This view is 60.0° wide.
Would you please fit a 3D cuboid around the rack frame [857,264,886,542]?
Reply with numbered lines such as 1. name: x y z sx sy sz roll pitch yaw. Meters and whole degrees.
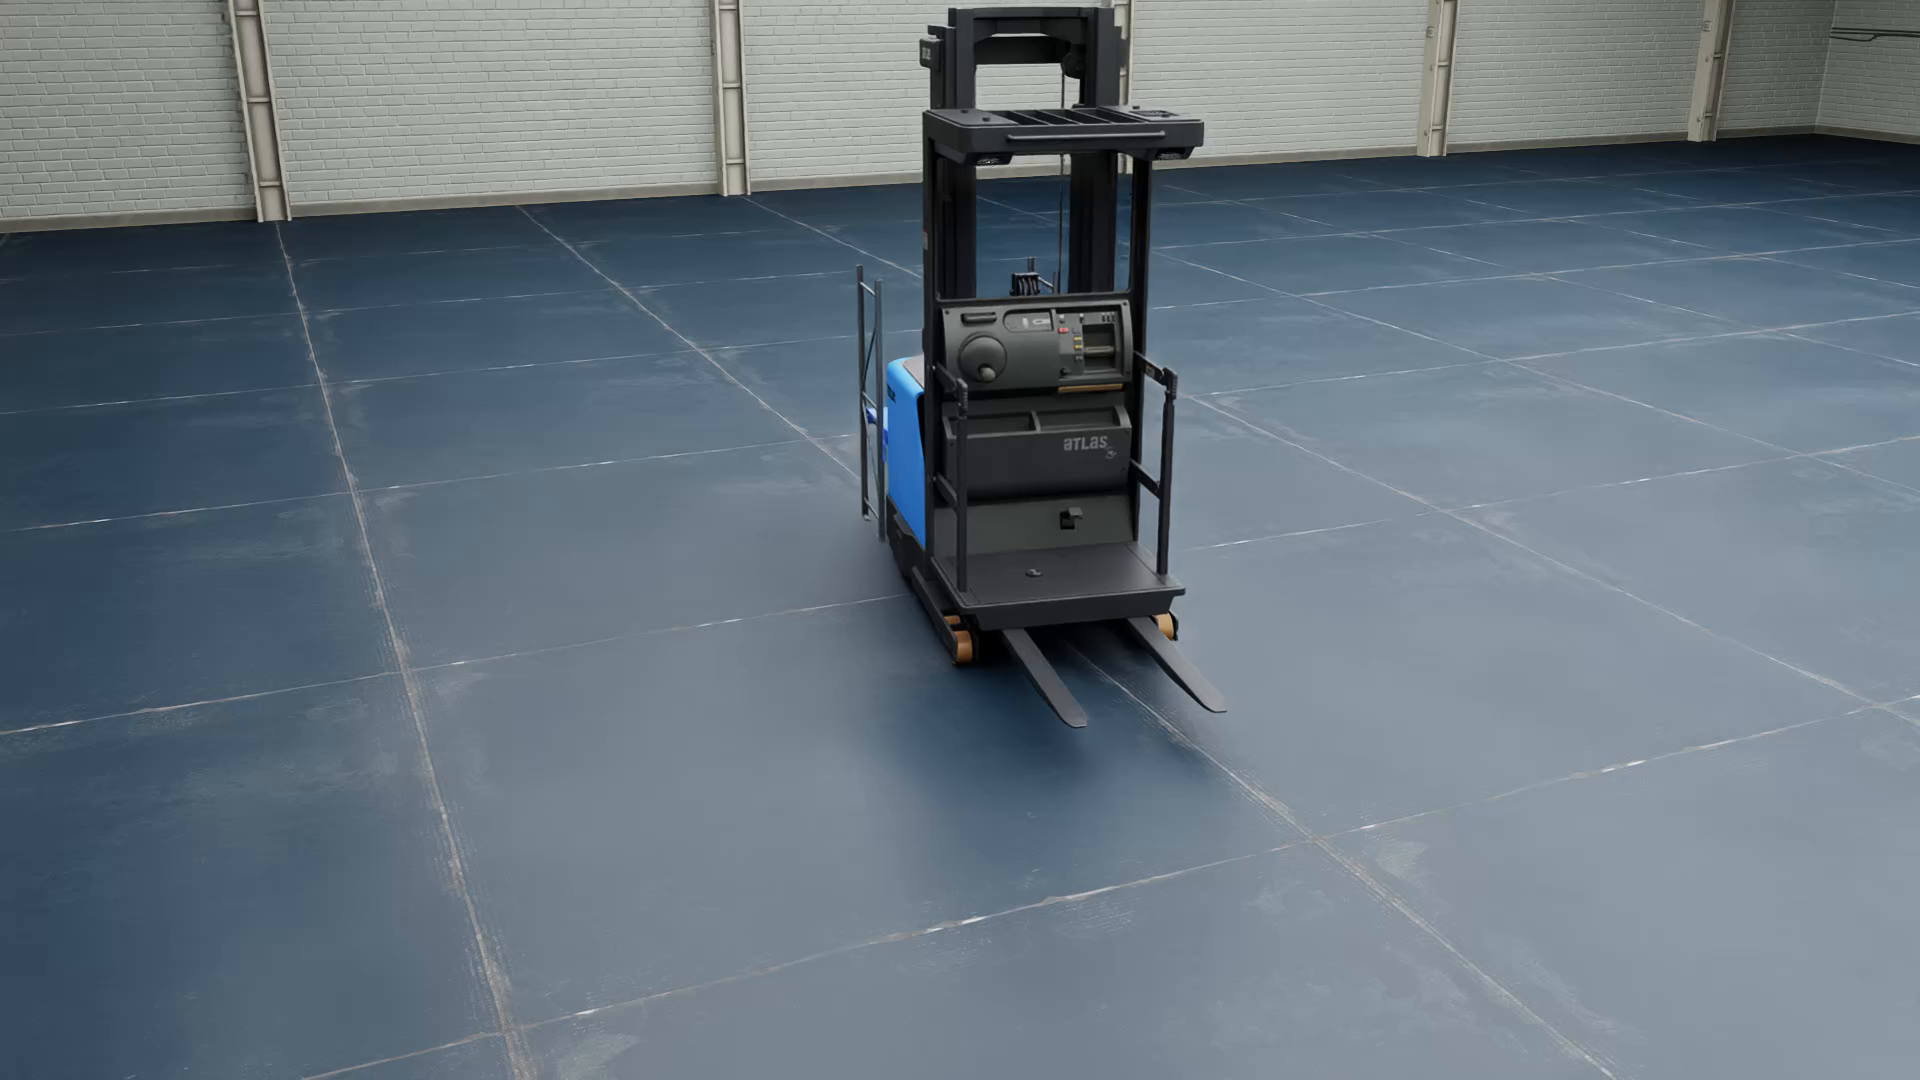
1. rack frame: -0.507 -0.780 9.478 0.032 1.500 0.500 -5 20 -15

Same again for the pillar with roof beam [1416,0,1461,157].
1. pillar with roof beam: 9.564 -9.355 22.541 0.400 9.000 9.100 -8 21 -22

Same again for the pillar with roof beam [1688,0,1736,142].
1. pillar with roof beam: 15.073 -10.144 24.783 0.400 9.000 9.100 -8 21 -22

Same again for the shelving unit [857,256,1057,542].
1. shelving unit: -0.017 -0.825 9.606 1.048 1.500 0.538 -5 20 -15

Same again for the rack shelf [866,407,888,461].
1. rack shelf: -0.017 -0.655 9.666 1.000 0.185 0.538 -5 20 -15

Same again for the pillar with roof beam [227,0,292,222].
1. pillar with roof beam: -6.964 -6.987 15.816 0.400 9.000 9.100 -8 21 -22

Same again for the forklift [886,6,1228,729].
1. forklift: 0.426 -0.931 7.754 1.130 2.935 3.031 -5 20 -13

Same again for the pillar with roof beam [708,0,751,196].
1. pillar with roof beam: -1.455 -7.776 18.058 0.400 9.000 9.100 -8 21 -22

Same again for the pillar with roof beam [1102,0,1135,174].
1. pillar with roof beam: 4.055 -8.566 20.300 0.400 9.000 9.100 -8 21 -22

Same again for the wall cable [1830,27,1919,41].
1. wall cable: 16.597 -9.977 28.983 0.112 2.526 3.097 -8 21 -22

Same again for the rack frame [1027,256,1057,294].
1. rack frame: 0.472 -0.870 9.734 0.032 1.500 0.500 -5 20 -15
